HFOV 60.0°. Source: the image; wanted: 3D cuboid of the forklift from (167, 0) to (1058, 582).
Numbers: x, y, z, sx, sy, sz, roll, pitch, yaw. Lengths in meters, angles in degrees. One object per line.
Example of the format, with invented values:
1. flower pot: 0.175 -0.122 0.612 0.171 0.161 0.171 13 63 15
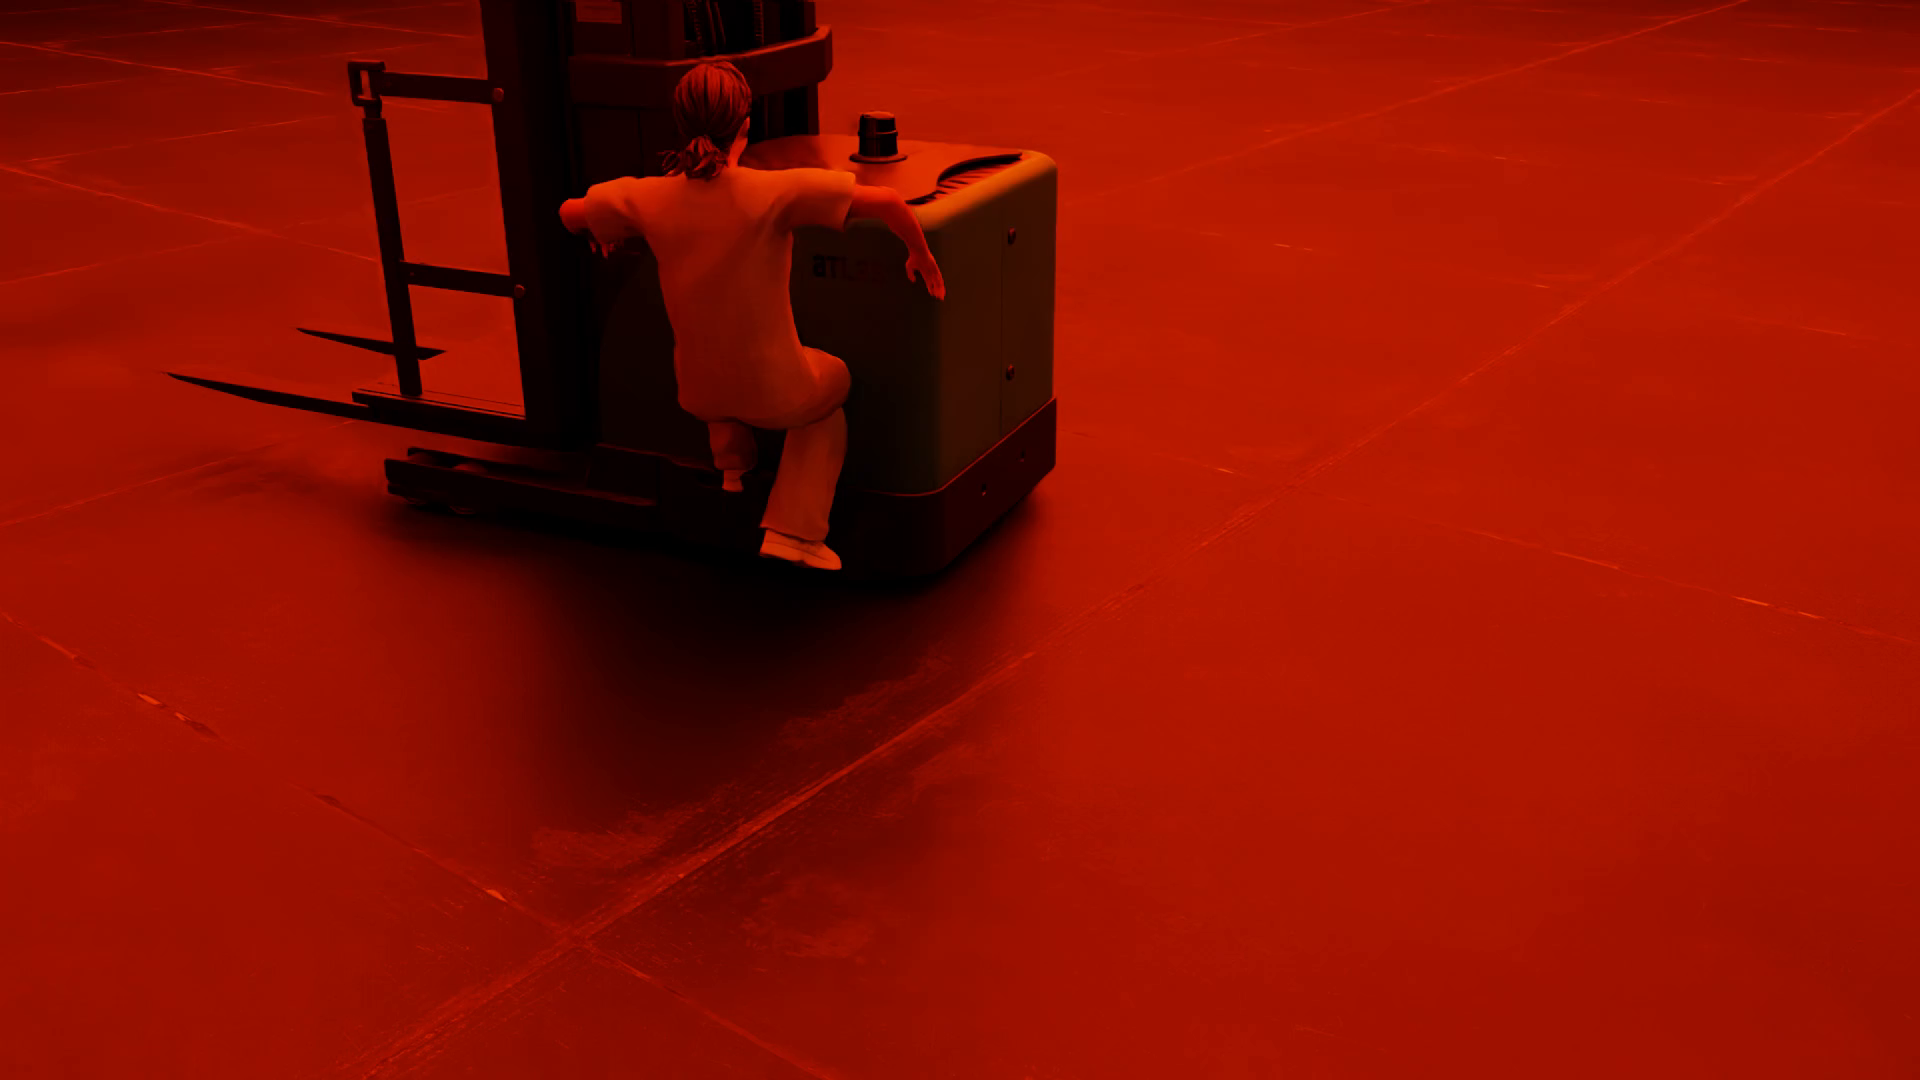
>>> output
1. forklift: -1.253 -1.601 5.022 3.031 2.935 1.130 10 25 22

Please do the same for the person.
1. person: -0.525 -0.553 4.357 0.997 1.410 0.793 4 24 10
